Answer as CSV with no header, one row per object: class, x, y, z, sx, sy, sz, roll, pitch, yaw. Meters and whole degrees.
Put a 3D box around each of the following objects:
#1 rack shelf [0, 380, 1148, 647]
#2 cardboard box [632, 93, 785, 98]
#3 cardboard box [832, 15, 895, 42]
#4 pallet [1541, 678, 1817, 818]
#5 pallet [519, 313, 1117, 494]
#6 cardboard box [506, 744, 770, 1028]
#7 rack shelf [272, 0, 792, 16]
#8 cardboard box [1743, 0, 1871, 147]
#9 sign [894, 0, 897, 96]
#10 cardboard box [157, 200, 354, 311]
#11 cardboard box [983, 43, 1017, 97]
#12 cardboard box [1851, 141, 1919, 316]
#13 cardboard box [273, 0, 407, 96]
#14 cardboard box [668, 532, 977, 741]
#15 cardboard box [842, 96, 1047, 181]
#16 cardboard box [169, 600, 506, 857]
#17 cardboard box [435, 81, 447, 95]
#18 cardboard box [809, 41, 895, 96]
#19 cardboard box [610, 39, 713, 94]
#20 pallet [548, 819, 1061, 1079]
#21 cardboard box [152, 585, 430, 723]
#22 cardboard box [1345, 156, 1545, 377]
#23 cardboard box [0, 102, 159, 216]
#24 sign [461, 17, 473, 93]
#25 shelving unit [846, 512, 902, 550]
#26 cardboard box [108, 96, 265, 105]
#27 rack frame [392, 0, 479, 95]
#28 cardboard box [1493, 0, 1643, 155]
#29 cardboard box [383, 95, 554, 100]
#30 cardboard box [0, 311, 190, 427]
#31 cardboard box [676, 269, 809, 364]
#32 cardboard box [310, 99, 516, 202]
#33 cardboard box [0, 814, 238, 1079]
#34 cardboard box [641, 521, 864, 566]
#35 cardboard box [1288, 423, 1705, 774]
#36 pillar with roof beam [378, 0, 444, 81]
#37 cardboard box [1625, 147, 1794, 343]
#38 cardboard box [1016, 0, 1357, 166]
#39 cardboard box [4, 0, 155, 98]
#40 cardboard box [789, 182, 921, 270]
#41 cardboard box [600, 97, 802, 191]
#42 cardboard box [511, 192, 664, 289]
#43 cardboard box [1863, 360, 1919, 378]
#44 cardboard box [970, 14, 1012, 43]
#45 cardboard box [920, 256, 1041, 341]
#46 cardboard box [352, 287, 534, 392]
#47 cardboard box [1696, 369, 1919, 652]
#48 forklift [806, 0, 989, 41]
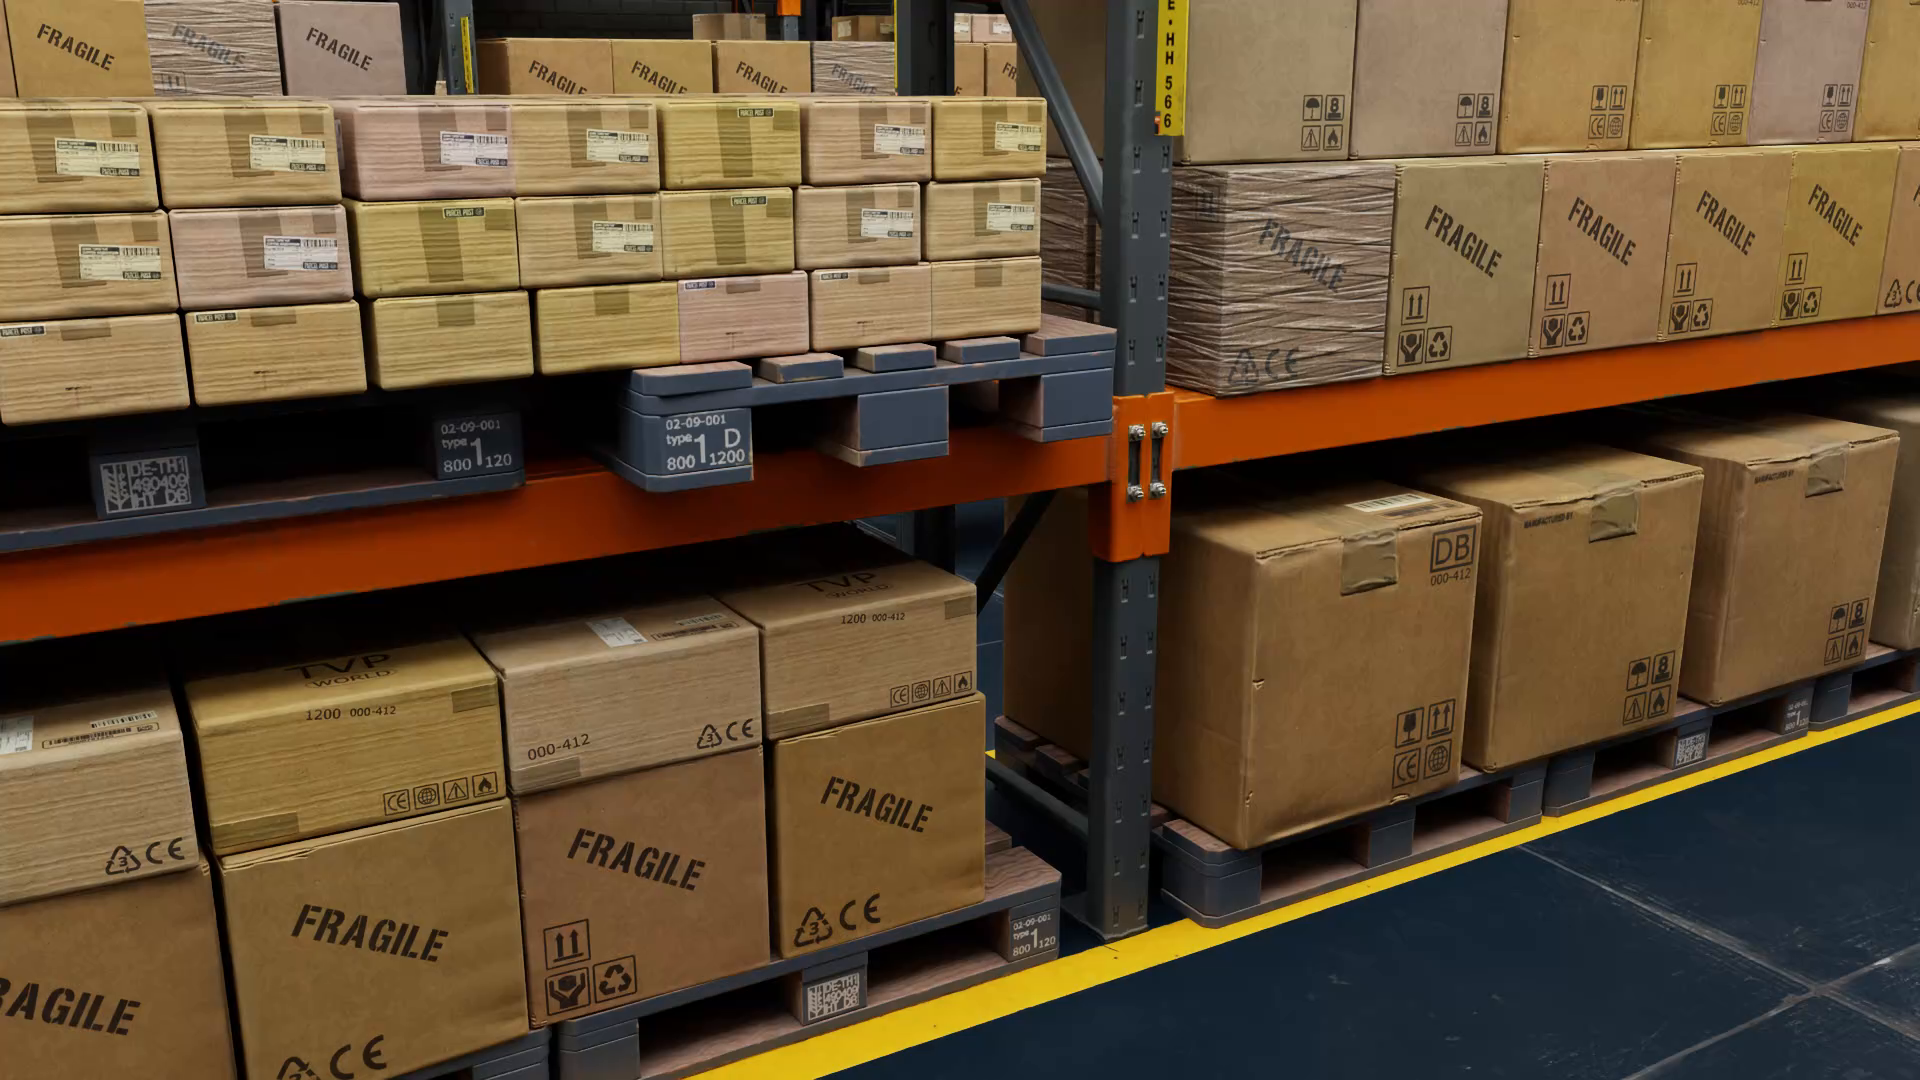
rack shelf,-1.569,0.021,3.109,4.000,0.370,1.077,-9,18,-30
cardboard box,-0.579,-0.913,3.696,0.250,0.149,0.380,-10,18,-31
cardboard box,-0.525,-2.838,9.260,0.250,0.149,0.380,-8,18,-27
pallet,1.905,0.479,5.310,1.213,0.211,1.003,-9,18,-30
pallet,-0.411,-0.387,3.589,1.003,0.211,1.213,-9,18,-30
cardboard box,-0.731,0.622,3.488,0.500,0.500,0.500,-8,18,-27
rack shelf,-3.336,-4.258,12.819,4.000,0.370,1.077,-9,18,-30
cardboard box,2.278,-1.476,5.081,0.500,0.500,0.700,-9,18,-29
sign,-0.143,-1.289,4.304,0.005,0.325,0.100,-9,18,-30
cardboard box,-1.148,-0.474,2.679,0.250,0.149,0.380,-9,18,-28
cardboard box,0.236,-2.497,9.247,0.500,0.500,0.500,-9,18,-29
cardboard box,2.831,-1.003,5.244,0.500,0.500,0.500,-9,18,-30
cardboard box,-2.799,-2.132,7.419,0.500,0.500,0.500,-10,18,-31
cardboard box,-0.306,0.193,3.628,0.500,0.250,0.500,-10,18,-31
cardboard box,-0.039,-0.797,3.280,0.250,0.149,0.380,-10,19,-32
cardboard box,-1.177,0.333,3.130,0.500,0.250,0.500,-9,18,-28
cardboard box,-3.972,-3.337,12.371,0.250,0.149,0.380,-9,18,-29
cardboard box,-0.658,-2.354,8.736,0.500,0.500,0.500,-10,19,-32
cardboard box,-1.543,-2.211,8.226,0.500,0.500,0.500,-8,18,-27
pallet,-0.525,0.848,3.994,1.213,0.211,1.003,-9,18,-30
cardboard box,-1.436,0.213,3.555,0.500,0.250,0.500,-9,18,-29
cardboard box,1.104,-0.723,4.245,0.500,0.500,0.500,-9,18,-30
cardboard box,-1.372,-0.581,2.512,0.250,0.149,0.380,-9,18,-28
sign,-2.202,-2.164,7.427,0.005,0.325,0.100,-9,18,-30
shelving unit,0.073,-0.734,7.250,1.048,1.500,0.538,-9,18,-30
cardboard box,-1.476,-0.768,3.179,0.250,0.149,0.380,-9,18,-28
rack frame,-2.490,-1.734,8.040,0.127,3.000,1.000,-9,18,-30
cardboard box,1.407,-1.335,4.578,0.500,0.500,0.700,-10,18,-31
cardboard box,-1.019,-0.844,3.447,0.250,0.149,0.380,-10,19,-32
cardboard box,-1.375,-0.294,2.588,0.250,0.149,0.380,-10,19,-32
cardboard box,-0.475,-0.440,3.108,0.250,0.149,0.380,-9,18,-29
cardboard box,-0.916,-0.656,2.777,0.250,0.149,0.380,-9,18,-30
cardboard box,-1.619,0.763,2.983,0.500,0.500,0.500,-9,18,-29
cardboard box,-0.570,0.077,4.042,0.500,0.250,0.500,-10,19,-32
cardboard box,1.461,0.092,4.915,0.750,0.750,1.050,-9,18,-29
pillar with roof beam,-2.180,-5.165,9.162,0.400,9.000,9.100,-9,18,-30
cardboard box,1.964,-0.861,4.740,0.500,0.500,0.500,-9,18,-30
cardboard box,0.535,-1.193,4.070,0.500,0.500,0.700,-9,18,-30
cardboard box,-3.664,-1.991,6.917,0.500,0.500,0.500,-9,18,-30
cardboard box,-0.271,-0.616,3.187,0.250,0.149,0.380,-8,18,-28
cardboard box,-0.480,-0.726,3.027,0.250,0.149,0.380,-9,18,-28
cardboard box,-0.710,-0.544,2.930,0.250,0.149,0.380,-9,18,-30
cardboard box,4.149,-0.410,6.472,0.875,0.875,0.875,-9,18,-29
cardboard box,0.075,-2.781,9.057,0.250,0.149,0.380,-10,18,-31
cardboard box,-0.041,-0.509,3.357,0.250,0.149,0.380,-9,18,-29
cardboard box,-0.920,-0.368,2.852,0.250,0.149,0.380,-10,19,-32
cardboard box,3.088,-0.171,5.853,0.750,0.750,1.050,-9,18,-30
forklift,-0.446,-2.965,12.557,1.130,2.935,3.031,6,17,21
